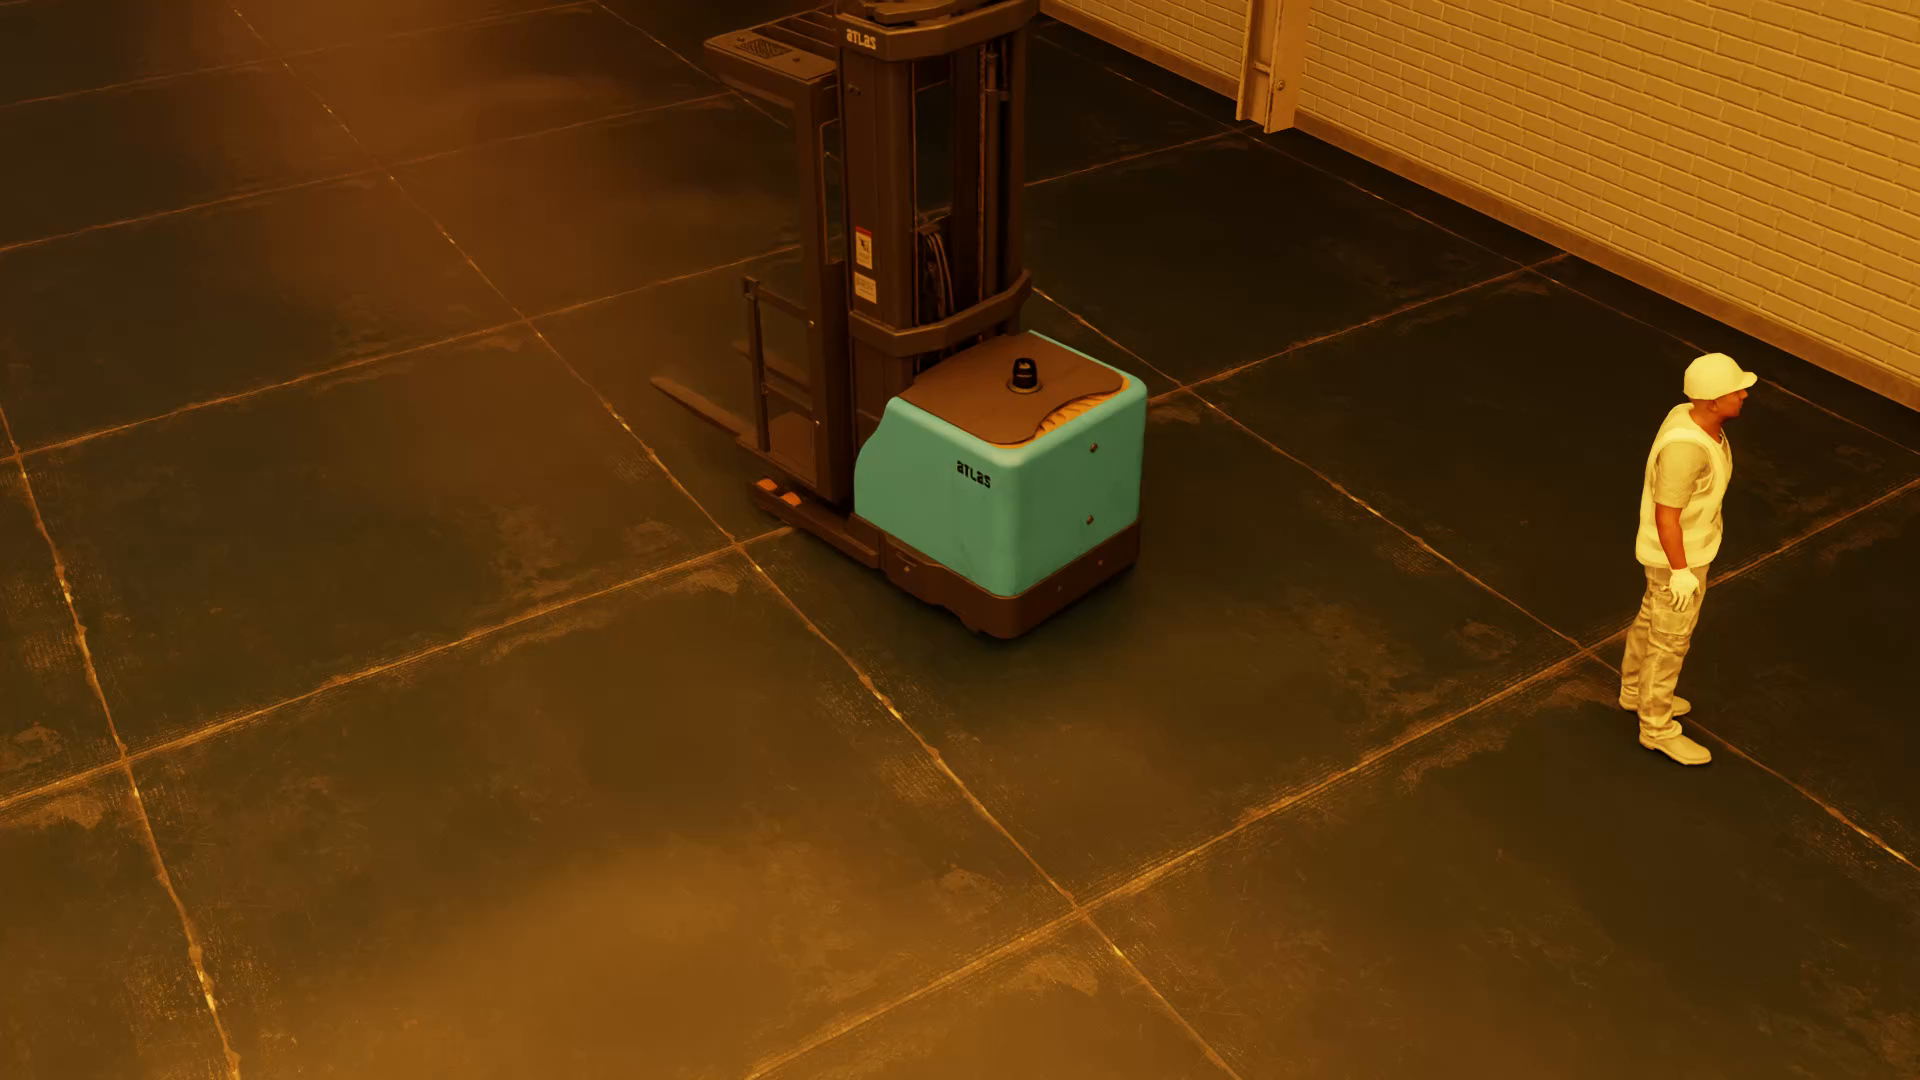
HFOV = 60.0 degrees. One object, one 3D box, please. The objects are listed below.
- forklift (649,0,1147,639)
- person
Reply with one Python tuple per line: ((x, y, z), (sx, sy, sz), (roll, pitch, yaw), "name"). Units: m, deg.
((-0.492, -1.471, 8.242), (3.031, 2.935, 1.130), (30, 45, 35), "forklift")
((3.131, 0.050, 7.063), (0.577, 1.782, 0.655), (15, 38, 20), "person")
